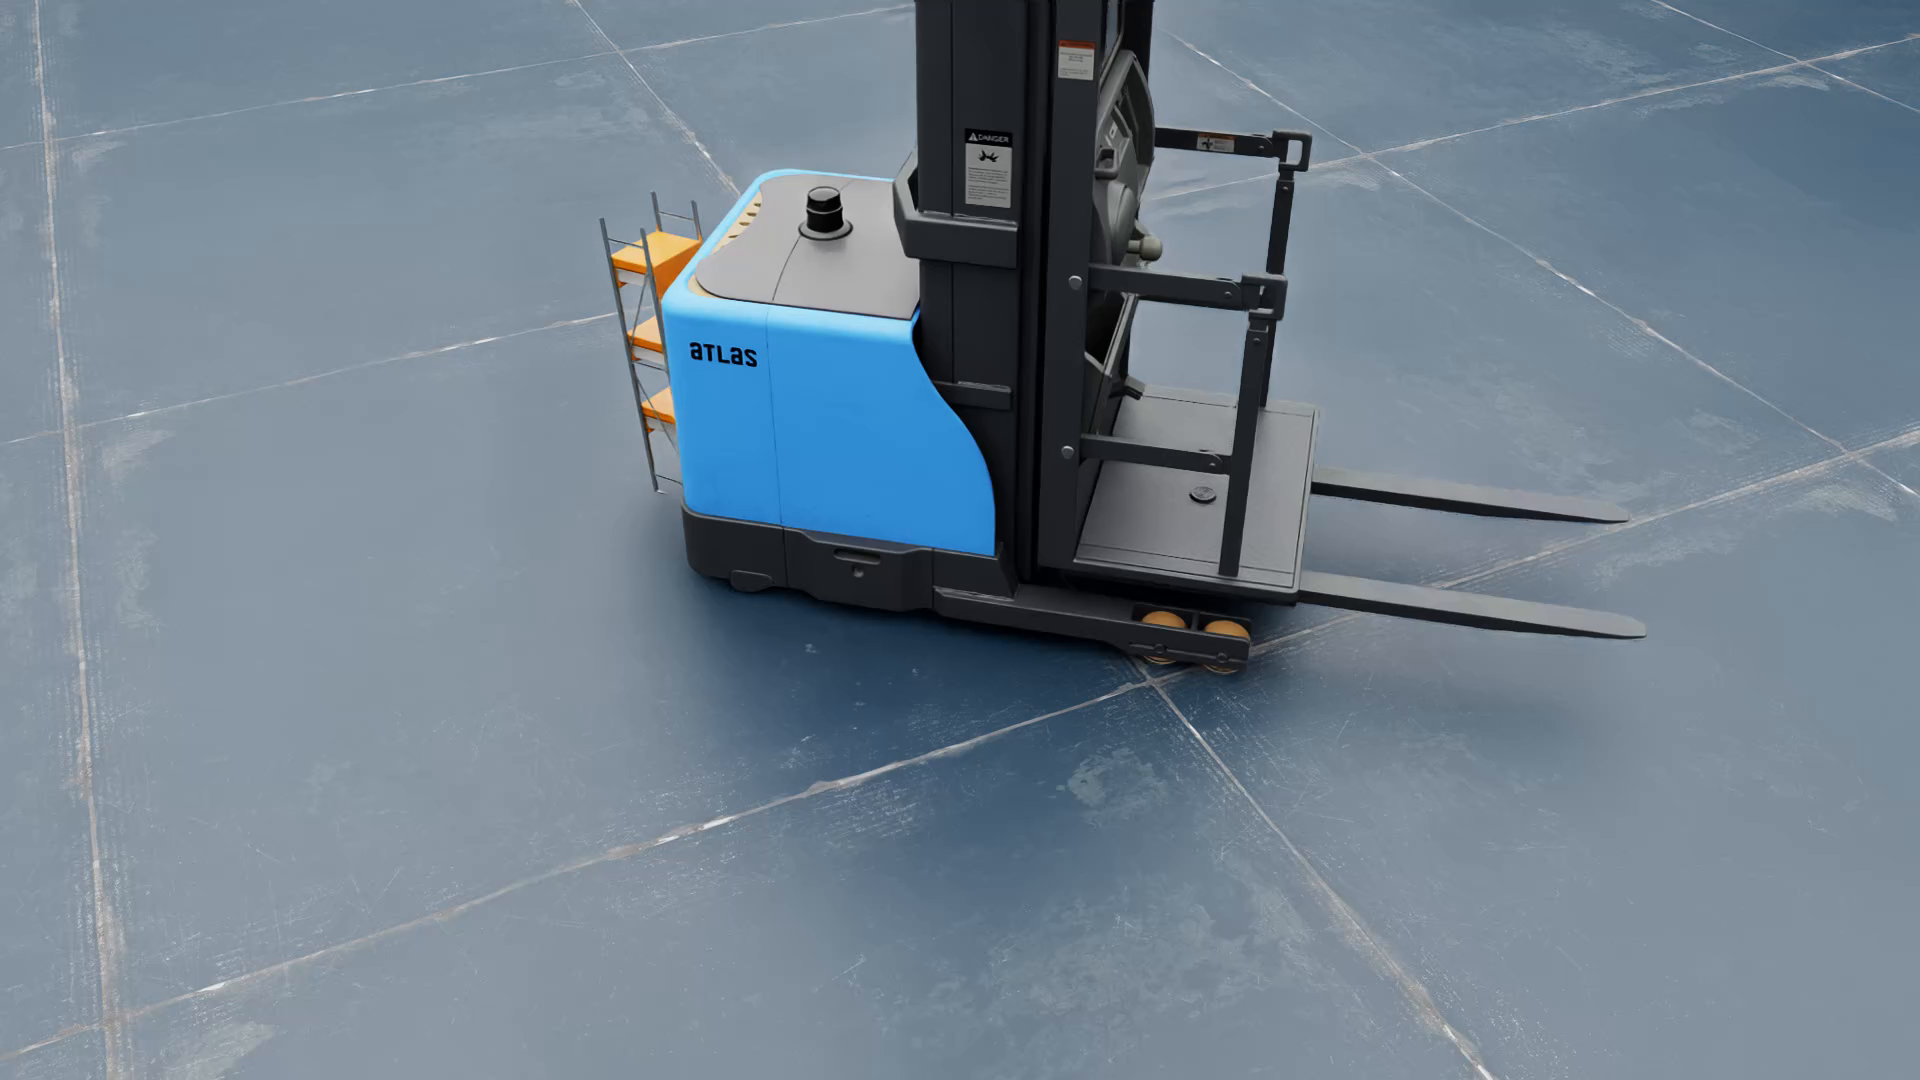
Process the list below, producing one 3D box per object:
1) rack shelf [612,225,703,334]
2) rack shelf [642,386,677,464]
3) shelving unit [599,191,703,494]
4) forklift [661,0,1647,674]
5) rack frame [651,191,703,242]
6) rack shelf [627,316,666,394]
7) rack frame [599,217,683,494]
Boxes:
[{"bbox_3d":[-1.003,-0.873,5.575,0.215,0.259,0.240,18,40,30],"label":"rack shelf"},{"bbox_3d":[-0.964,-0.407,5.886,0.215,0.259,0.240,18,40,30],"label":"rack shelf"},{"bbox_3d":[-0.984,-0.646,5.726,0.215,1.050,0.252,18,40,30],"label":"shelving unit"},{"bbox_3d":[0.664,-1.110,4.787,3.031,2.935,1.130,8,37,11],"label":"forklift"},{"bbox_3d":[-0.915,-0.706,5.807,0.200,1.050,0.008,18,40,30],"label":"rack frame"},{"bbox_3d":[-0.983,-0.637,5.732,0.215,0.259,0.240,18,40,30],"label":"rack shelf"},{"bbox_3d":[-1.053,-0.586,5.645,0.200,1.050,0.008,18,40,30],"label":"rack frame"}]
